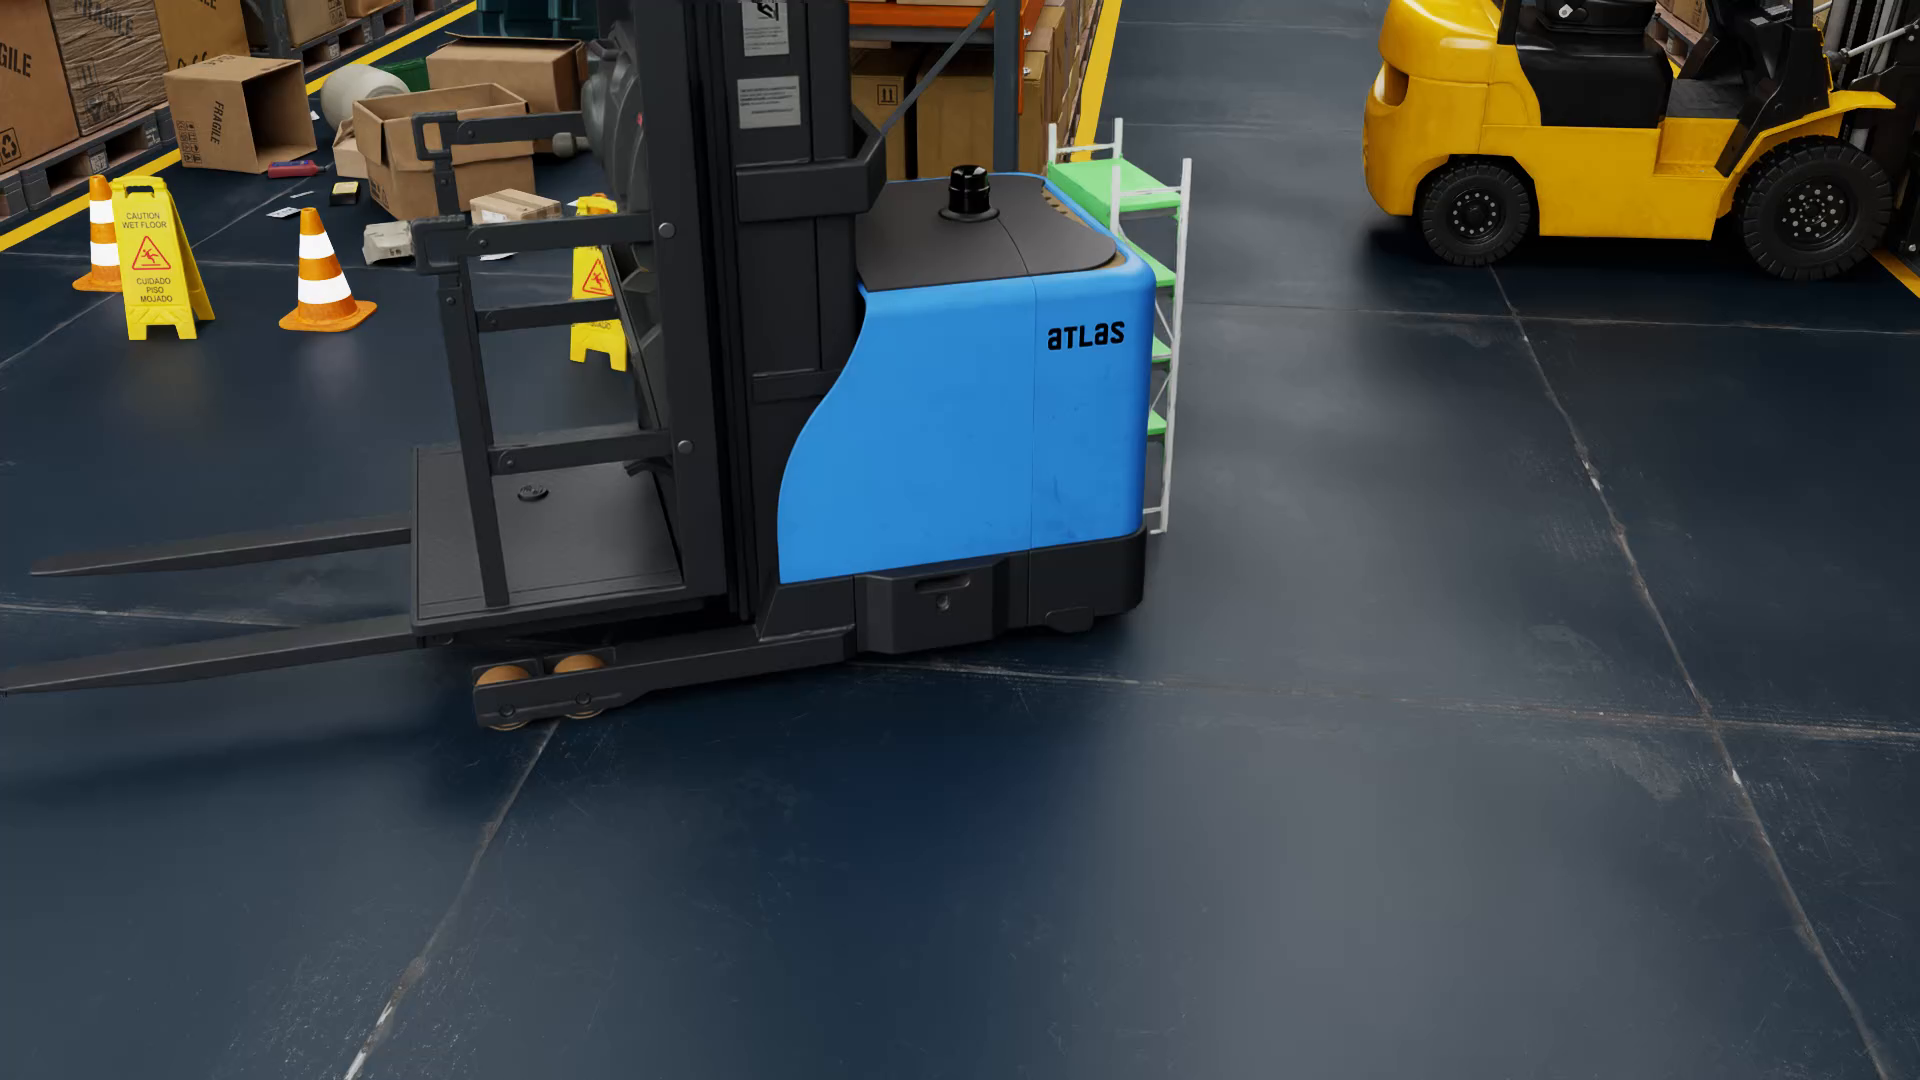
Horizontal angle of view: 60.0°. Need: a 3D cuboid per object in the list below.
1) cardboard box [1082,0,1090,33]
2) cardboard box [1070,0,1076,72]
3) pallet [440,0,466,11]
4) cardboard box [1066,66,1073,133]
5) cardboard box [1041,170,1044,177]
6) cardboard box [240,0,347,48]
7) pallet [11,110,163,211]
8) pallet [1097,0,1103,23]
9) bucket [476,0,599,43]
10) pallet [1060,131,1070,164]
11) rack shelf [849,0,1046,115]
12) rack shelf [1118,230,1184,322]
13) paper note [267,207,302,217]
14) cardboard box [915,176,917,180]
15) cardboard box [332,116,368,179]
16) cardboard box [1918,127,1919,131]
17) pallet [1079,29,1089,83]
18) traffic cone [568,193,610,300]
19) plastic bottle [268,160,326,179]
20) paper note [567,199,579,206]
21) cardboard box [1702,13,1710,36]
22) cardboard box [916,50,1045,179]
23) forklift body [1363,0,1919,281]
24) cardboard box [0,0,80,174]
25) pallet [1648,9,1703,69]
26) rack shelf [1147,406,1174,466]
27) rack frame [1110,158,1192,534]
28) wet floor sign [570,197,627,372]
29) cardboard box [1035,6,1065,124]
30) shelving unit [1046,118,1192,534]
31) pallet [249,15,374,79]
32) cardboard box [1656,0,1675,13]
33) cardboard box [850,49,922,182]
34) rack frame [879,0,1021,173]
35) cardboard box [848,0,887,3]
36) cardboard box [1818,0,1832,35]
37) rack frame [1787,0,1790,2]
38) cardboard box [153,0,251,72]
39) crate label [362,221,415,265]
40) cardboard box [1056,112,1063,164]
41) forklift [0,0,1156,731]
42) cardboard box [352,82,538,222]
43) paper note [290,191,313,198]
[{"bbox_3d":[0.355,-3.573,11.048,0.950,0.372,0.625,5,29,9],"label":"cardboard box"},{"bbox_3d":[0.342,-2.731,8.822,0.500,0.500,0.500,4,29,7],"label":"cardboard box"},{"bbox_3d":[-4.398,-4.488,13.359,1.003,0.211,1.213,3,28,6],"label":"pallet"},{"bbox_3d":[0.347,-2.389,8.978,0.500,0.250,0.500,3,28,5],"label":"cardboard box"},{"bbox_3d":[0.091,-1.415,7.170,0.500,0.250,0.500,3,28,6],"label":"cardboard box"},{"bbox_3d":[-4.730,-3.692,10.869,1.050,0.750,0.750,3,28,6],"label":"cardboard box"},{"bbox_3d":[-5.035,-2.043,8.820,1.003,0.211,1.213,3,28,6],"label":"pallet"},{"bbox_3d":[0.601,-4.247,12.911,1.003,0.211,1.213,3,28,6],"label":"pallet"},{"bbox_3d":[-2.445,-3.230,9.932,0.726,0.611,0.620,14,21,24],"label":"bucket"},{"bbox_3d":[0.014,-1.838,8.439,1.003,0.211,1.213,3,28,6],"label":"pallet"},{"bbox_3d":[-0.037,-2.702,7.861,1.077,0.370,4.000,3,28,6],"label":"rack shelf"},{"bbox_3d":[0.465,-0.804,5.105,0.258,0.148,0.480,-9,30,-16],"label":"rack shelf"},{"bbox_3d":[-3.335,-1.629,8.243,0.144,0.017,0.142,14,31,24],"label":"paper note"},{"bbox_3d":[-0.447,-1.459,7.251,0.500,0.250,0.500,3,28,6],"label":"cardboard box"},{"bbox_3d":[-3.100,-2.080,8.831,0.396,0.266,0.258,8,29,15],"label":"cardboard box"},{"bbox_3d":[4.509,-1.712,7.194,0.500,0.250,0.500,3,28,5],"label":"cardboard box"},{"bbox_3d":[0.302,-3.099,10.779,1.003,0.211,1.213,3,28,6],"label":"pallet"},{"bbox_3d":[-1.509,-1.238,7.059,0.336,0.463,0.334,3,28,6],"label":"traffic cone"},{"bbox_3d":[-3.525,-1.976,8.853,0.283,0.061,0.133,-6,29,-11],"label":"plastic bottle"},{"bbox_3d":[-1.889,-1.717,8.416,0.148,0.019,0.142,14,31,24],"label":"paper note"},{"bbox_3d":[5.290,-3.424,10.503,0.875,0.625,0.625,3,28,6],"label":"cardboard box"},{"bbox_3d":[0.094,-1.756,7.013,0.500,0.500,0.500,2,28,4],"label":"cardboard box"},{"bbox_3d":[3.067,-2.415,7.465,2.313,2.155,1.214,3,28,6],"label":"forklift body"},{"bbox_3d":[-5.084,-2.304,8.161,0.875,0.875,0.875,3,28,5],"label":"cardboard box"},{"bbox_3d":[5.334,-3.370,11.284,1.003,0.211,1.213,3,28,6],"label":"pallet"},{"bbox_3d":[0.465,-0.381,5.333,0.258,0.148,0.480,-9,30,-16],"label":"rack shelf"},{"bbox_3d":[0.543,-0.539,4.985,0.240,1.200,0.015,-9,30,-16],"label":"rack frame"},{"bbox_3d":[-1.367,-1.013,6.450,0.267,0.644,0.232,14,31,24],"label":"wet floor sign"},{"bbox_3d":[0.223,-2.238,7.908,0.500,0.500,0.500,4,29,7],"label":"cardboard box"},{"bbox_3d":[0.465,-0.649,5.189,0.258,1.200,0.503,-9,30,-16],"label":"shelving unit"},{"bbox_3d":[-4.697,-3.340,11.227,1.003,0.211,1.213,3,28,6],"label":"pallet"},{"bbox_3d":[5.463,-4.095,11.749,0.875,0.625,0.625,4,29,8],"label":"cardboard box"},{"bbox_3d":[-0.443,-1.774,7.045,0.500,0.500,0.500,4,29,7],"label":"cardboard box"},{"bbox_3d":[-0.282,-2.077,5.943,1.000,3.000,0.127,3,28,6],"label":"rack frame"},{"bbox_3d":[-0.448,-2.155,6.352,0.380,0.149,0.250,4,29,8],"label":"cardboard box"},{"bbox_3d":[4.692,-2.638,8.386,0.500,0.250,0.500,3,28,6],"label":"cardboard box"},{"bbox_3d":[5.135,-3.673,8.905,1.000,3.000,0.127,3,28,6],"label":"rack frame"},{"bbox_3d":[-4.863,-3.157,9.746,0.875,0.875,0.875,4,29,7],"label":"cardboard box"},{"bbox_3d":[-2.618,-1.372,7.653,0.250,0.136,0.298,-11,30,-20],"label":"crate label"},{"bbox_3d":[0.216,-1.912,8.093,0.500,0.250,0.500,5,29,10],"label":"cardboard box"},{"bbox_3d":[-1.048,-1.073,4.152,3.031,2.935,1.130,-8,29,-14],"label":"forklift"},{"bbox_3d":[-2.579,-1.952,8.342,0.797,0.503,0.637,-17,33,-29],"label":"cardboard box"},{"bbox_3d":[-3.374,-1.773,8.531,0.032,0.001,0.123,20,34,32],"label":"paper note"}]
